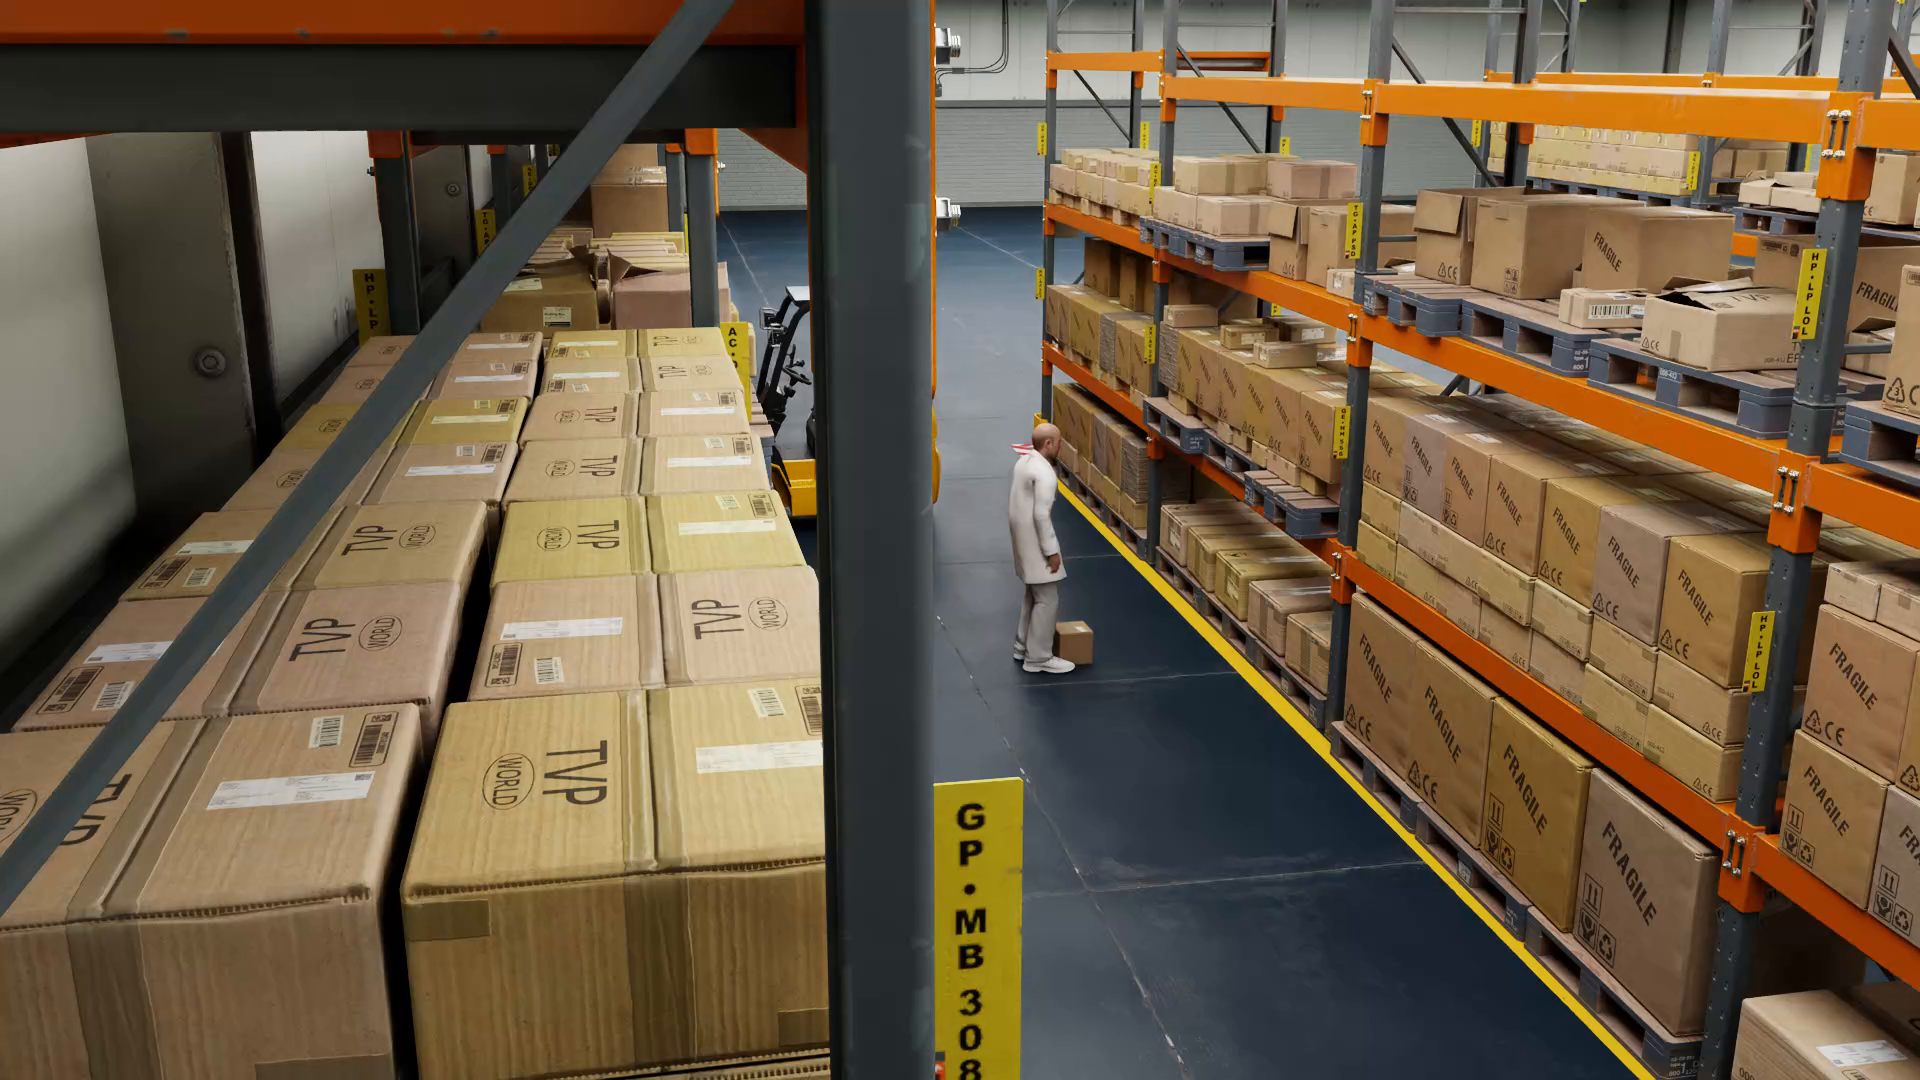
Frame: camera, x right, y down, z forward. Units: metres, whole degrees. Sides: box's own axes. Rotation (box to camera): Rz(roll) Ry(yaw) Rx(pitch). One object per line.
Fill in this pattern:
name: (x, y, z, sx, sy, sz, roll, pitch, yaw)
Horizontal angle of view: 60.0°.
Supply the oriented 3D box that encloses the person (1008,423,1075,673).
person: (0.569, 0.039, 11.930, 0.429, 1.772, 0.644, -4, 17, -13)
